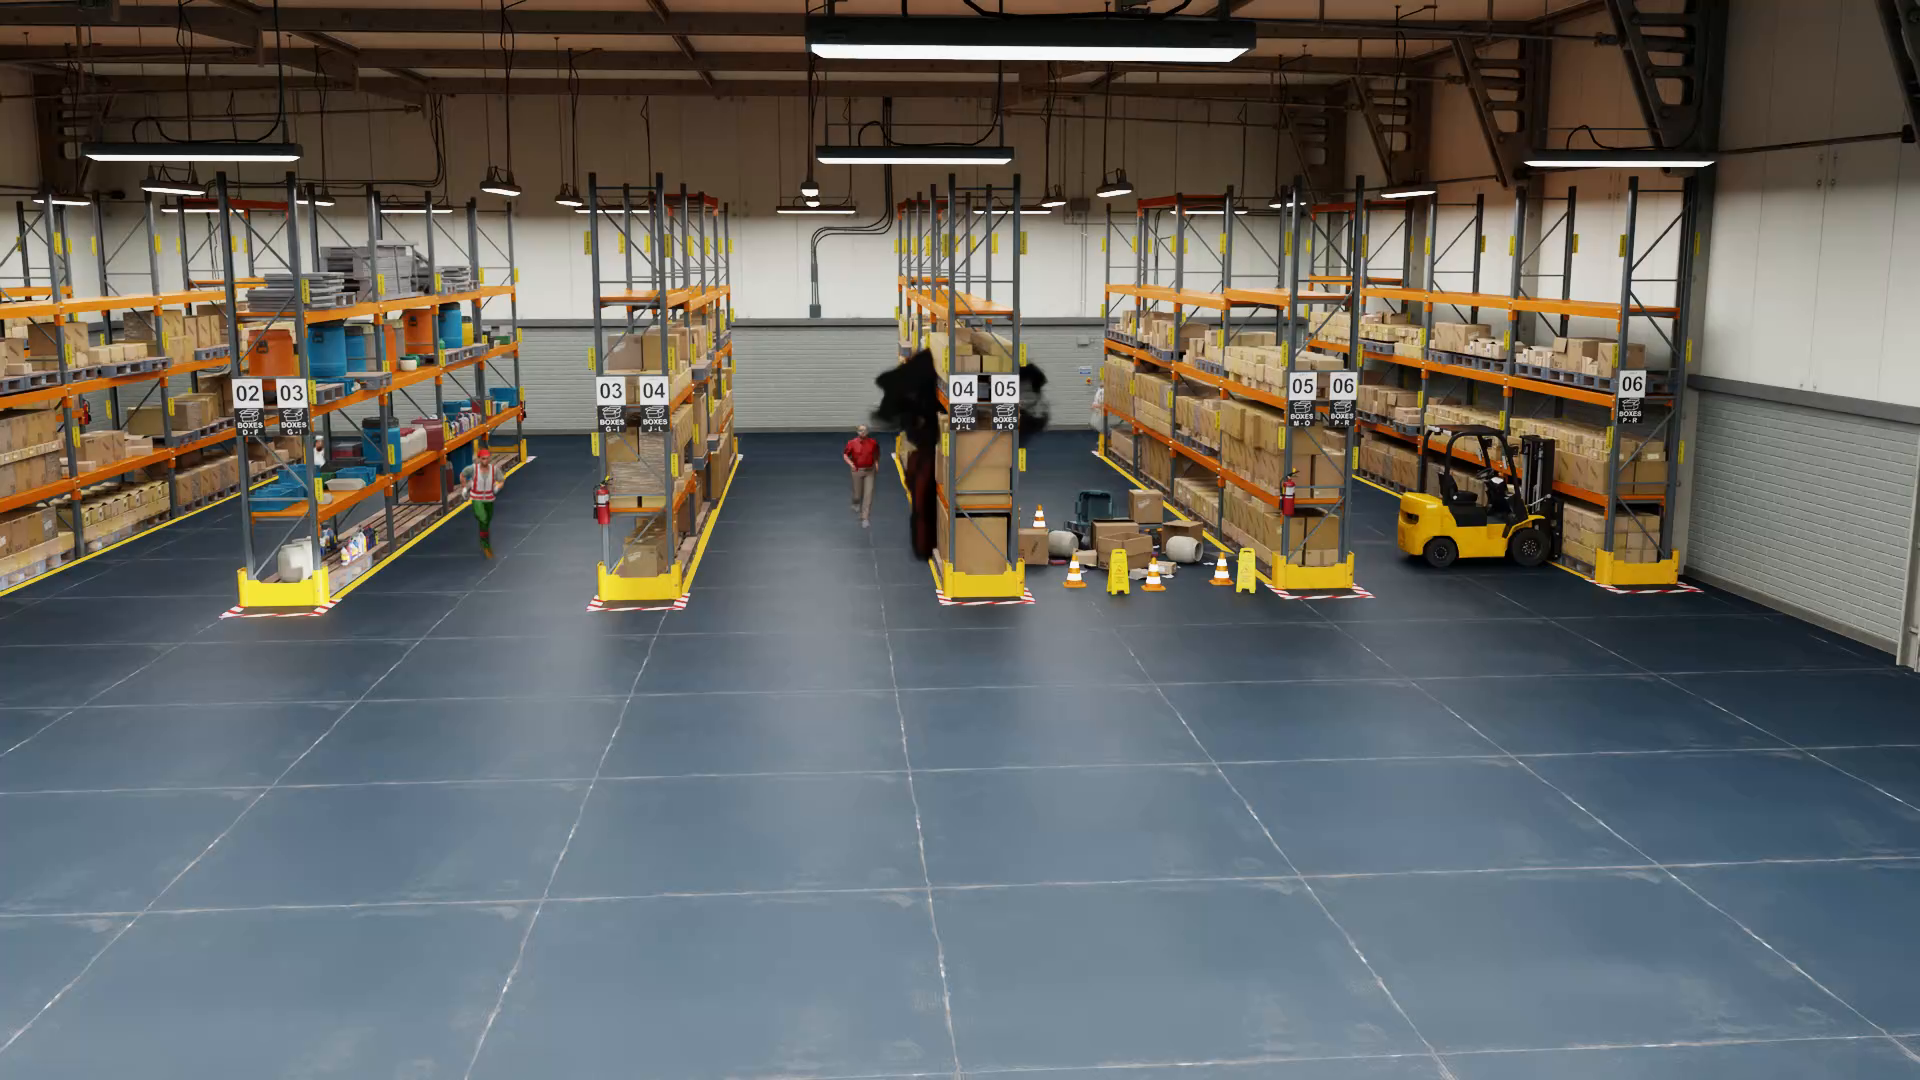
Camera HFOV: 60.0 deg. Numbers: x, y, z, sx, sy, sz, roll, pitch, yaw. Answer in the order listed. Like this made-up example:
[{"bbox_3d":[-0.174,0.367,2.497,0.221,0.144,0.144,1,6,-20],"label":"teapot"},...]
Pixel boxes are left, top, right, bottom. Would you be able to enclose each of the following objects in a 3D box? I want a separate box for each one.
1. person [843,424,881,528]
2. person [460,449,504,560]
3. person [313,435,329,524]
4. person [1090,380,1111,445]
[{"bbox_3d":[-1.675,-1.125,28.660,0.672,1.753,0.814,-2,10,-12],"label":"person"},{"bbox_3d":[-7.797,-0.625,27.184,0.667,1.788,0.911,-6,11,-29],"label":"person"},{"bbox_3d":[-11.560,-1.084,30.121,0.575,1.634,0.583,-1,10,-5],"label":"person"},{"bbox_3d":[3.627,-3.319,42.539,0.598,1.743,0.664,-3,11,-18],"label":"person"}]
